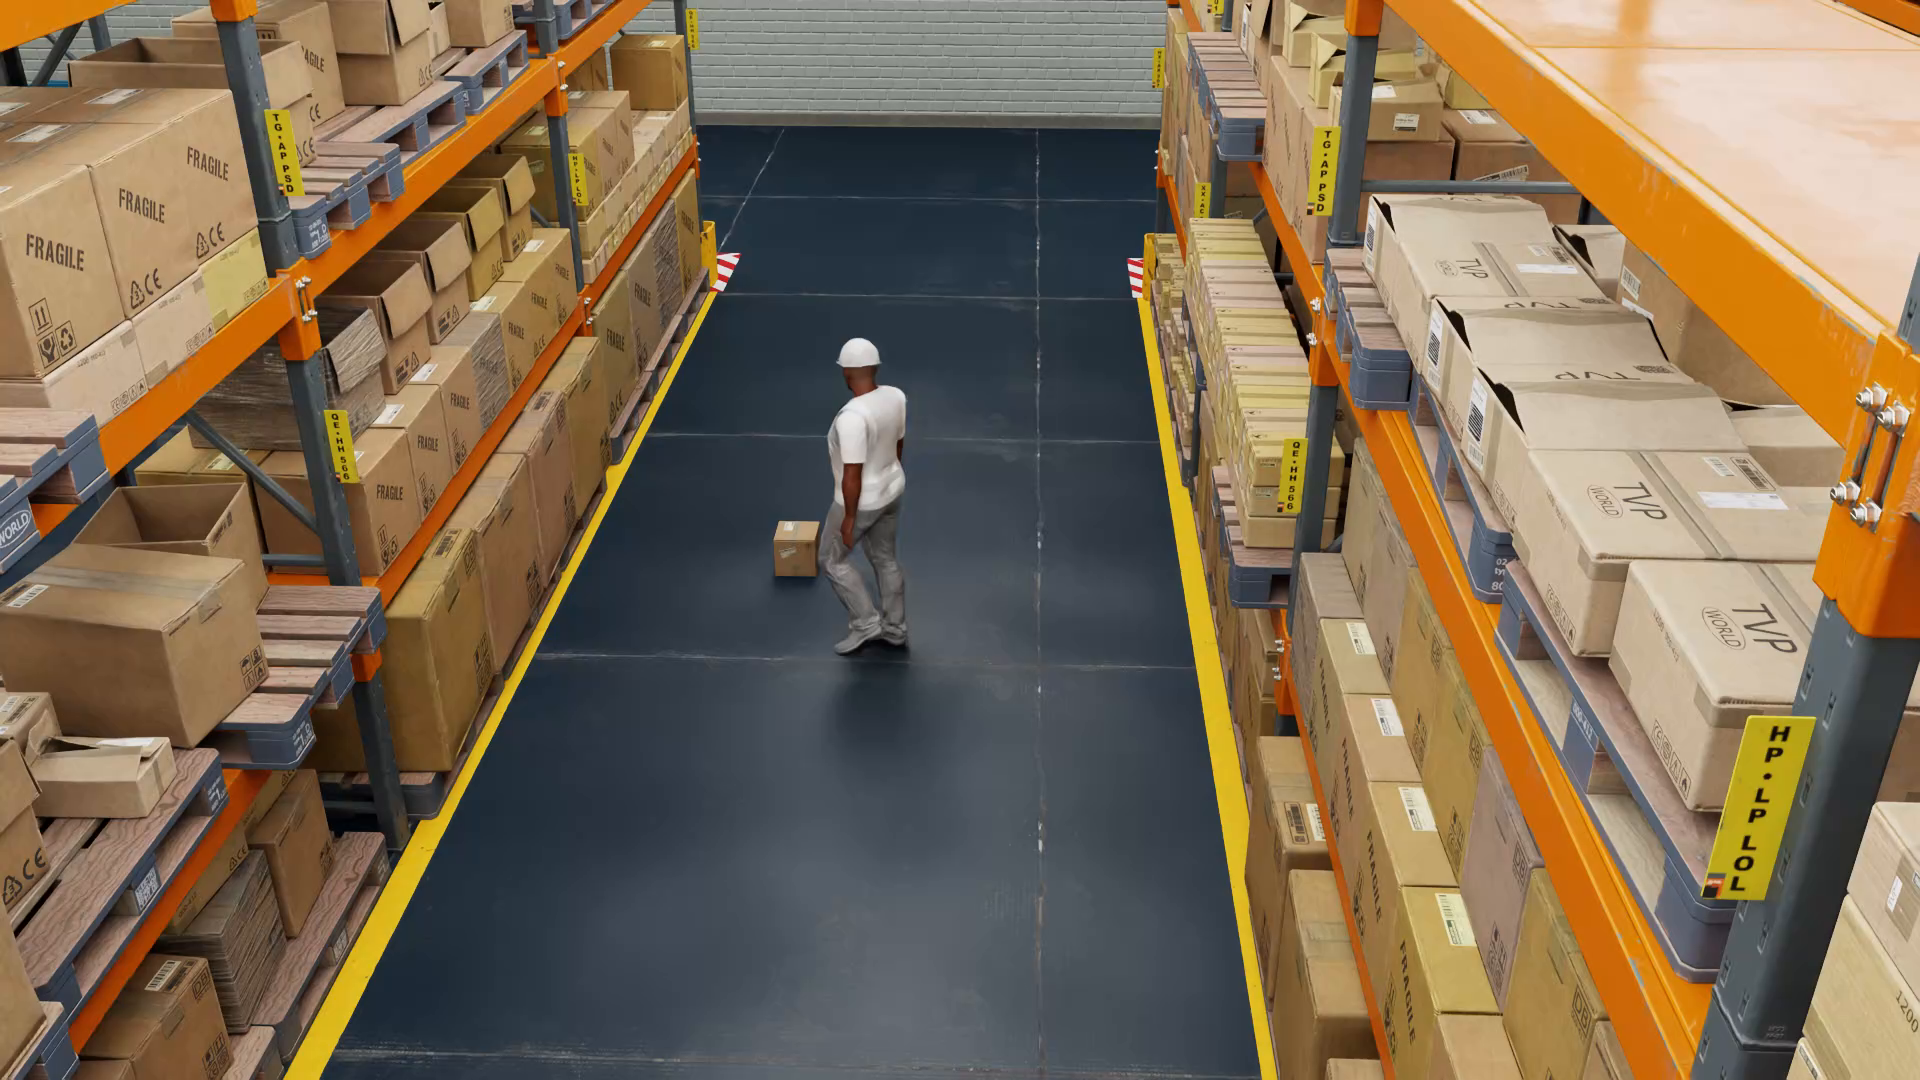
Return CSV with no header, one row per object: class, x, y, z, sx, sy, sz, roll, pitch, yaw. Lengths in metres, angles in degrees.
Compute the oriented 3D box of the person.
person,-0.498,-0.217,8.995,0.457,1.794,0.615,17,32,29
